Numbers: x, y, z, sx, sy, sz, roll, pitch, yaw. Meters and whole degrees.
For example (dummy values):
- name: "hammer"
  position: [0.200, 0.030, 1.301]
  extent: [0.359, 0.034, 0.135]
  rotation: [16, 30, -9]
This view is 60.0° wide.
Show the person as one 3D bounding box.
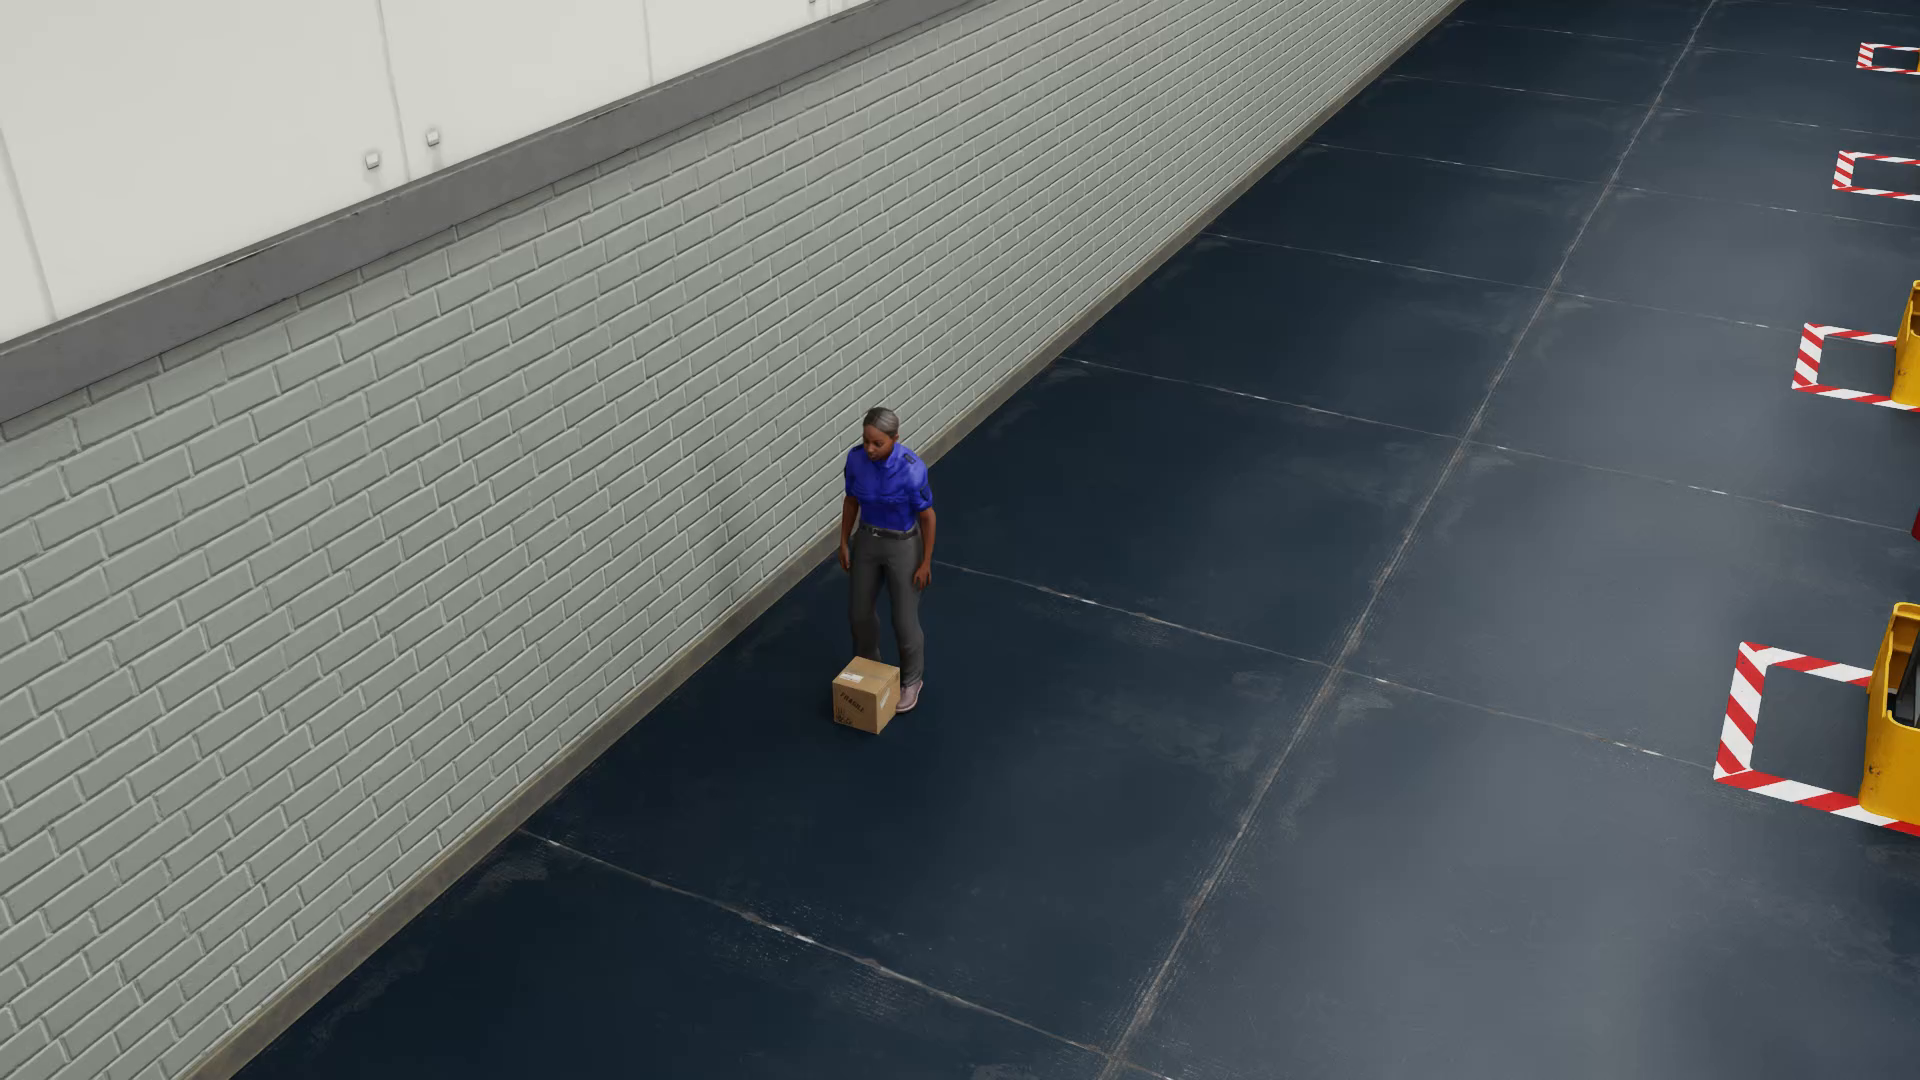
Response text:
- name: "person"
  position: [-0.370, 0.067, 8.175]
  extent: [0.521, 1.655, 0.351]
  rotation: [14, 33, 22]
